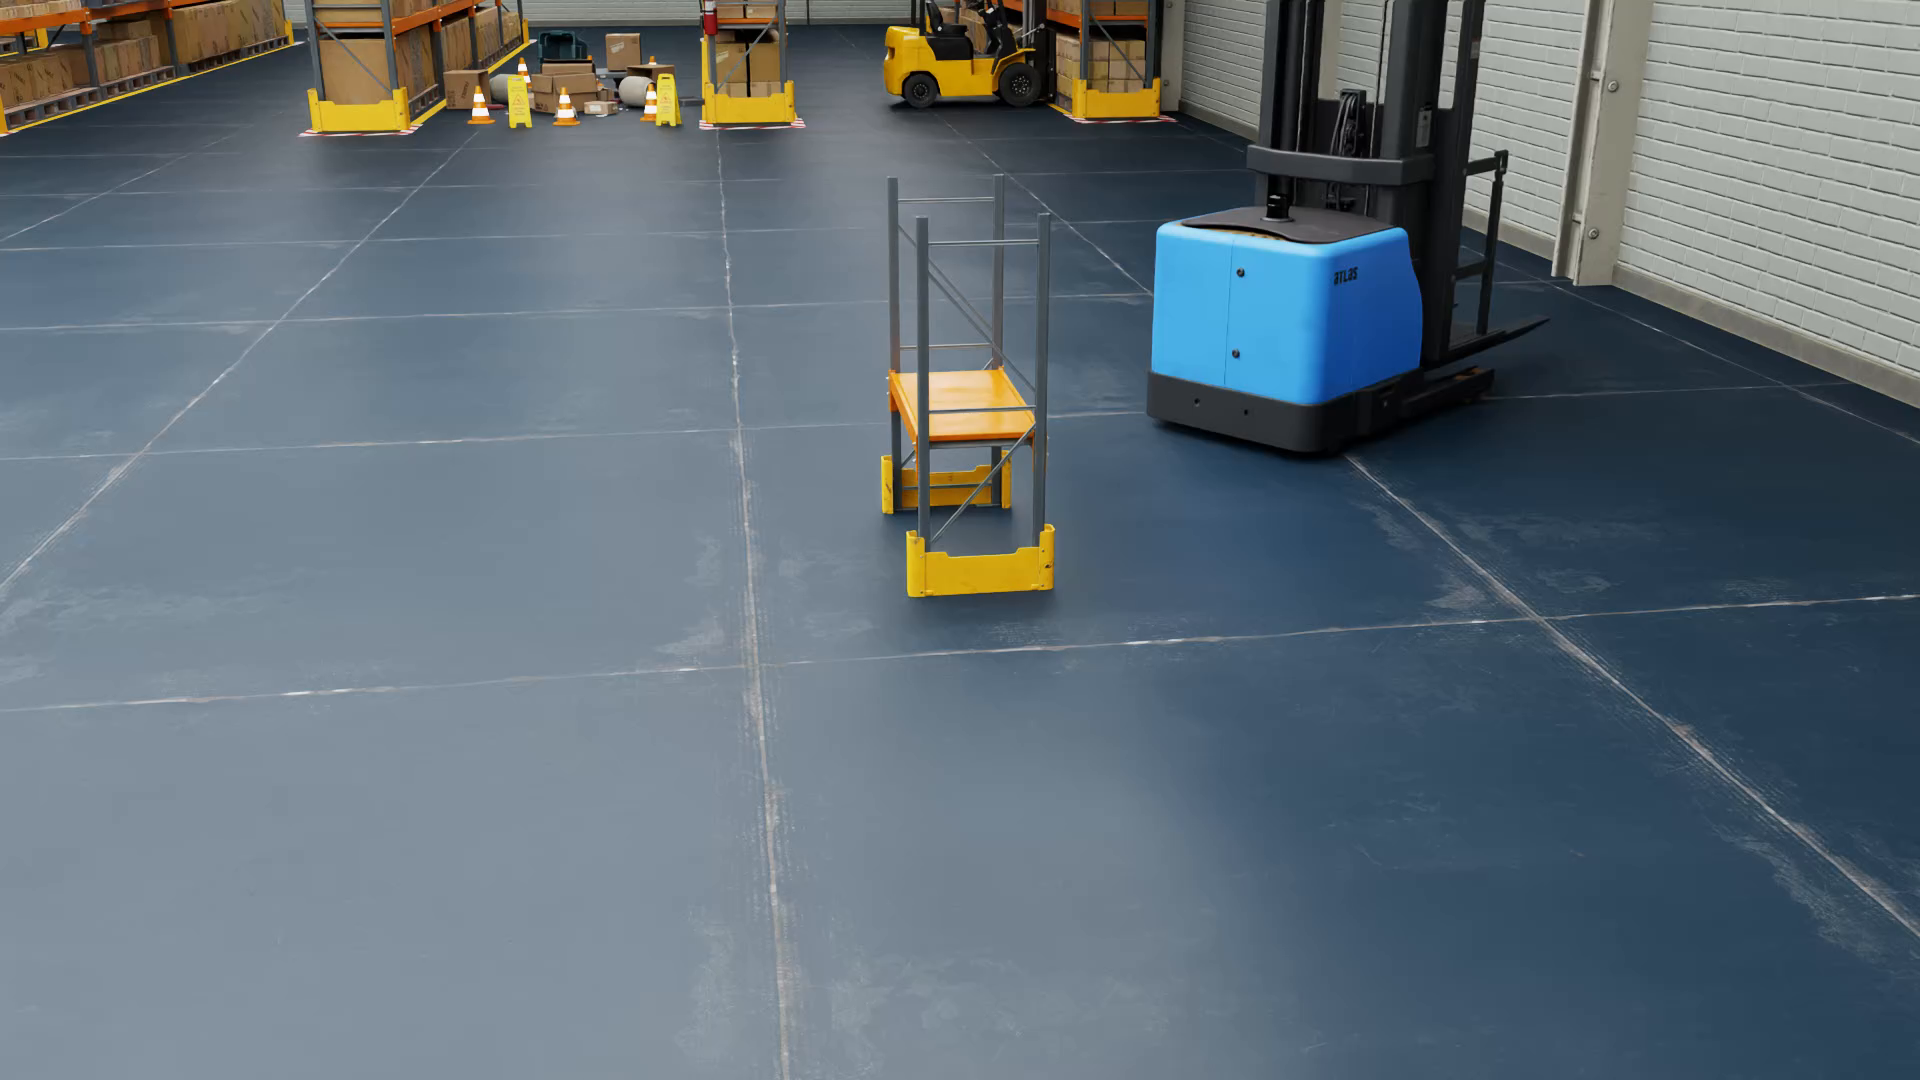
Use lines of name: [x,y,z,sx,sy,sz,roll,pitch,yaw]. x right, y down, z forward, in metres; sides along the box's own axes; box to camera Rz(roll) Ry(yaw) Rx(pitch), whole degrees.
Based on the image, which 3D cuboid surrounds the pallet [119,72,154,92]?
pallet: [-13.458,-7.237,26.290,1.003,0.211,1.213,-3,21,-8]

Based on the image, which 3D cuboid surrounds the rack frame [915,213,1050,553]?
rack frame: [0.086,-0.497,6.403,0.500,1.500,0.032,-3,21,-8]

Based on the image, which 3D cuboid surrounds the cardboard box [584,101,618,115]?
cardboard box: [-4.970,-5.981,23.018,0.380,0.149,0.250,8,22,20]

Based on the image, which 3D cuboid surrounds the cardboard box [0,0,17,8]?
cardboard box: [-12.861,-7.186,21.600,0.875,0.500,0.500,-3,21,-8]

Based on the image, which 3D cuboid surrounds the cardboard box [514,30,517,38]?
cardboard box: [-9.453,-10.560,34.677,0.380,0.149,0.250,-4,21,-10]

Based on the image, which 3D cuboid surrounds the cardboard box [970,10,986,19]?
cardboard box: [0.405,-10.201,32.285,0.380,0.149,0.250,-3,21,-8]

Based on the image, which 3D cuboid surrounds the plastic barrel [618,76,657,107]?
plastic barrel: [-4.578,-6.397,23.738,0.512,0.421,0.421,12,24,30]

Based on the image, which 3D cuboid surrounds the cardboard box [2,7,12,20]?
cardboard box: [-12.518,-6.806,21.509,0.380,0.149,0.250,-3,21,-8]

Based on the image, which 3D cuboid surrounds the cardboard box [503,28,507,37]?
cardboard box: [-9.131,-9.977,32.692,0.380,0.149,0.250,-2,21,-5]

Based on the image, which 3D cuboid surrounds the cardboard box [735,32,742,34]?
cardboard box: [-3.452,-7.207,24.484,0.500,0.500,0.500,-2,21,-6]

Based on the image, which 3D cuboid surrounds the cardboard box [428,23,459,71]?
cardboard box: [-8.556,-7.753,26.301,1.050,0.750,0.750,-3,21,-8]

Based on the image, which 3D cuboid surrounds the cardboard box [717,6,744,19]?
cardboard box: [-3.048,-6.966,21.939,0.380,0.149,0.250,-2,21,-6]

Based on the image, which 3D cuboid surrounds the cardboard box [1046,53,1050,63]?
cardboard box: [1.524,-7.038,24.387,0.500,0.250,0.500,-3,21,-8]

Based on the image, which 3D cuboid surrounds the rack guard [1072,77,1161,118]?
rack guard: [2.133,-6.037,22.666,1.175,0.500,0.348,-3,21,-8]

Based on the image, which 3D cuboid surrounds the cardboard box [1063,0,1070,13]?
cardboard box: [1.733,-7.601,23.137,0.500,0.500,0.500,-2,21,-6]

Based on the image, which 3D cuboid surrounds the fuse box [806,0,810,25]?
fuse box: [-3.825,-13.908,42.007,0.539,1.711,0.414,-3,21,-8]

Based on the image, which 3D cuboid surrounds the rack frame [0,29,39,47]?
rack frame: [-19.796,-11.755,34.402,1.000,3.000,0.127,-3,21,-8]

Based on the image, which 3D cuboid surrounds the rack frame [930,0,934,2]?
rack frame: [-0.177,-12.756,37.083,1.000,3.000,0.127,-3,21,-8]

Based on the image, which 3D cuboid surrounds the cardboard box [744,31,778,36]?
cardboard box: [-2.933,-7.243,24.578,0.500,0.500,0.500,-3,21,-7]

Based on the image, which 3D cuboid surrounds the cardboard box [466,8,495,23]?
cardboard box: [-8.977,-9.788,31.037,0.500,0.250,0.500,-2,21,-5]

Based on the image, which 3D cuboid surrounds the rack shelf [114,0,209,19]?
rack shelf: [-14.030,-9.591,29.635,1.077,0.370,4.000,-3,21,-8]

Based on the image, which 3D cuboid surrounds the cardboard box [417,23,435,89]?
cardboard box: [-8.221,-7.045,24.229,0.875,0.875,0.875,-3,21,-7]

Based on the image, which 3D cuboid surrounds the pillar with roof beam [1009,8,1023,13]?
pillar with roof beam: [-3.069,-14.251,32.511,9.100,9.000,0.400,-3,21,-8]

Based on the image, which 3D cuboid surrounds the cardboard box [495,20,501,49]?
cardboard box: [-9.040,-9.617,31.651,0.500,0.500,0.500,-3,21,-9]

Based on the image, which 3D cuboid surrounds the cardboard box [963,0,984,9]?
cardboard box: [0.273,-10.615,32.971,0.380,0.149,0.250,-4,21,-10]

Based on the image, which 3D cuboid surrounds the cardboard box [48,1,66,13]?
cardboard box: [-12.694,-7.415,23.142,0.380,0.149,0.250,-3,21,-8]

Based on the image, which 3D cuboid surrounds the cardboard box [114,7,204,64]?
cardboard box: [-13.821,-8.676,28.596,1.225,0.875,0.875,-4,21,-10]

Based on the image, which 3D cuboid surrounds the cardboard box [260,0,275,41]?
cardboard box: [-14.592,-10.674,33.944,0.875,0.875,0.875,-3,21,-8]

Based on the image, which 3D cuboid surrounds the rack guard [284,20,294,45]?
rack guard: [-14.898,-10.842,35.531,1.175,0.500,0.348,-3,21,-8]

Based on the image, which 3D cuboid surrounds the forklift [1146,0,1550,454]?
forklift: [2.360,-2.232,9.003,1.130,2.935,3.031,18,27,40]

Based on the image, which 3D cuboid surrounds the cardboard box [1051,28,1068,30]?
cardboard box: [1.376,-7.618,25.226,0.500,0.250,0.500,-3,21,-8]

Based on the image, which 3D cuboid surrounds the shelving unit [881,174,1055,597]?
shelving unit: [0.011,-0.676,6.883,0.587,1.500,1.083,-3,21,-8]

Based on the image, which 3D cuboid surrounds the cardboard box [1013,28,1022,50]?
cardboard box: [1.362,-8.135,27.504,0.875,0.625,0.625,-3,21,-8]

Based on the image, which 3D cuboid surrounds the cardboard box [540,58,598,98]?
cardboard box: [-5.684,-6.663,24.143,0.797,0.637,0.503,-3,21,-8]

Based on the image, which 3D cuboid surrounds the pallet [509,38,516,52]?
pallet: [-9.707,-10.183,34.178,1.003,0.211,1.213,-3,21,-8]

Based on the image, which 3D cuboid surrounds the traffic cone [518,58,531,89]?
traffic cone: [-6.941,-7.417,26.414,0.336,0.463,0.334,-3,21,-8]

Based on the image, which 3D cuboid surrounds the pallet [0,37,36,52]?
pallet: [-19.716,-10.161,34.121,1.003,0.211,1.213,-3,21,-8]

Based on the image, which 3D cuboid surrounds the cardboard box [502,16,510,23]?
cardboard box: [-9.440,-10.647,34.060,0.380,0.149,0.250,-3,21,-7]

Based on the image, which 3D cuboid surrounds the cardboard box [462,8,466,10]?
cardboard box: [-9.471,-9.759,30.958,0.500,0.250,0.500,-2,21,-6]

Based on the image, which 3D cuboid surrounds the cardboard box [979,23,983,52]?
cardboard box: [0.641,-9.322,30.859,0.500,0.500,0.500,-3,21,-9]

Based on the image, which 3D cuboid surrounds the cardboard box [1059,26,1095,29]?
cardboard box: [1.815,-7.818,25.762,0.500,0.250,0.500,-3,21,-7]

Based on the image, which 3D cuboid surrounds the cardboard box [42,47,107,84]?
cardboard box: [-13.232,-7.099,24.880,0.700,0.500,0.500,-5,21,-12]

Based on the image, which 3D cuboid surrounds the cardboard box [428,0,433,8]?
cardboard box: [-8.177,-8.008,24.157,0.875,0.550,0.550,-3,21,-8]

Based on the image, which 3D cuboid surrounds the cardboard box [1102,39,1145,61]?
cardboard box: [2.247,-6.770,22.955,0.500,0.250,0.500,-3,21,-9]

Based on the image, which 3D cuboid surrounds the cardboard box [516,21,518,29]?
cardboard box: [-9.537,-10.872,35.088,0.380,0.149,0.250,-4,21,-10]

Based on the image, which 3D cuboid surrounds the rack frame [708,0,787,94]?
rack frame: [-2.782,-6.965,21.577,1.000,3.000,0.127,-3,21,-8]
